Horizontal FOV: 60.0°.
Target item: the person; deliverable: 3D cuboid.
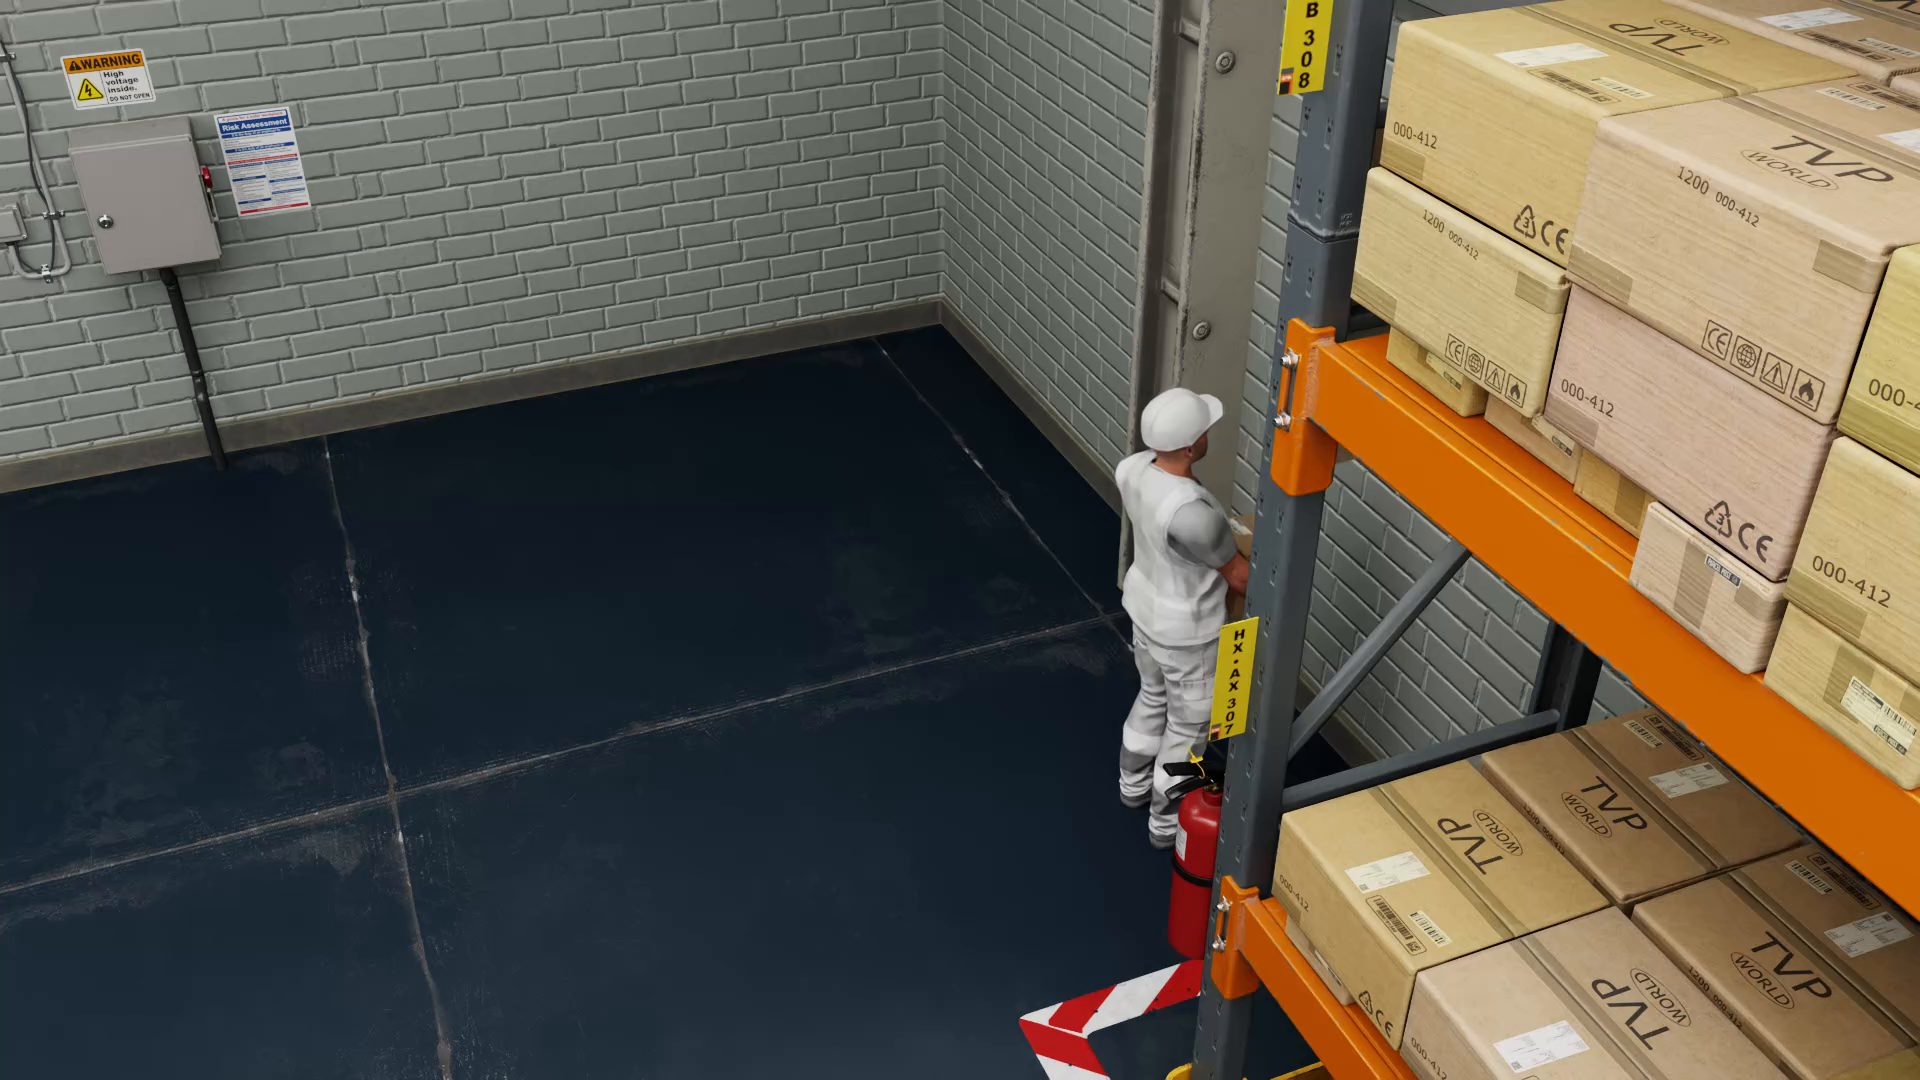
[{"bbox_3d":[0.834,0.274,5.746,0.558,1.735,0.456,-12,35,-18],"label":"person"}]
